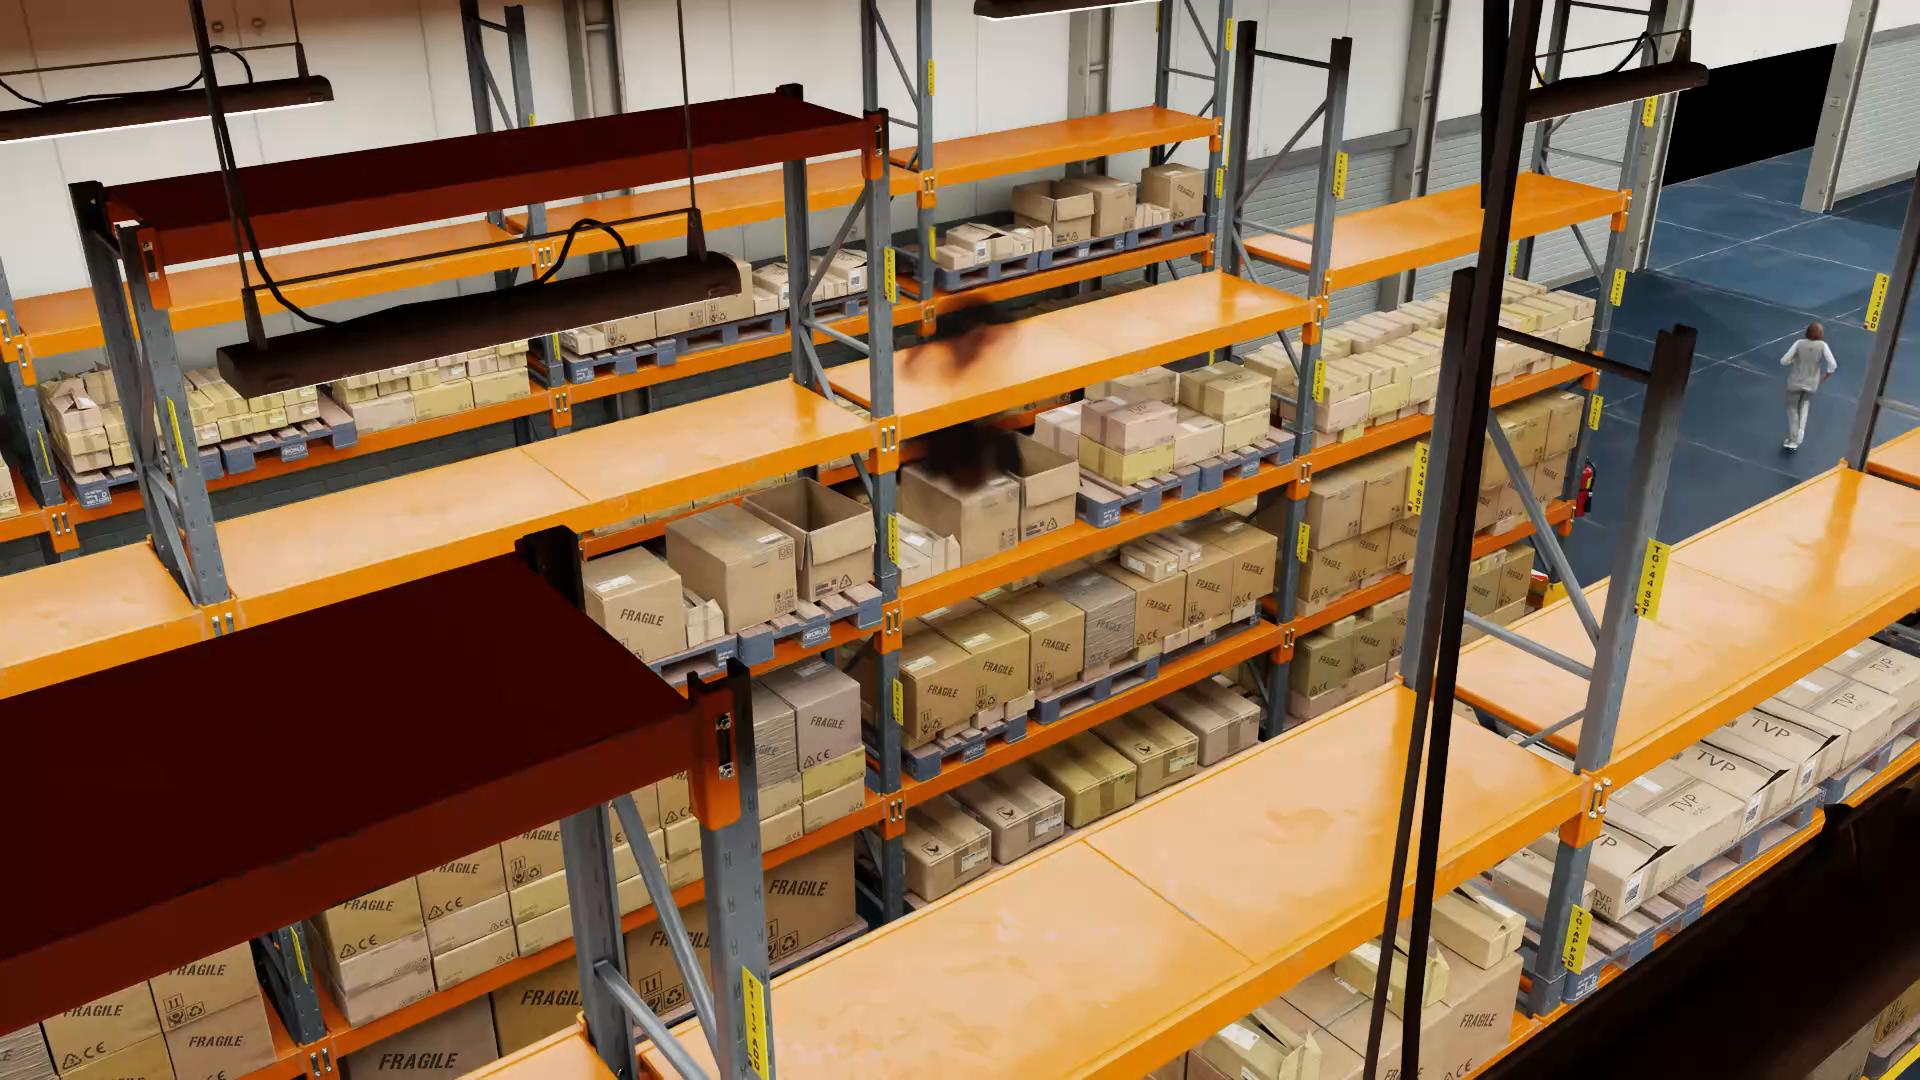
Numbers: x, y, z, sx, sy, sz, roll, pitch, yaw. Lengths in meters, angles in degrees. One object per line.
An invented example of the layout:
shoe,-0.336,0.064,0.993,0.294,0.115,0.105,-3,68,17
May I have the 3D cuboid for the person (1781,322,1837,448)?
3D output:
person,10.201,-1.874,20.145,0.593,1.558,0.557,9,28,18
